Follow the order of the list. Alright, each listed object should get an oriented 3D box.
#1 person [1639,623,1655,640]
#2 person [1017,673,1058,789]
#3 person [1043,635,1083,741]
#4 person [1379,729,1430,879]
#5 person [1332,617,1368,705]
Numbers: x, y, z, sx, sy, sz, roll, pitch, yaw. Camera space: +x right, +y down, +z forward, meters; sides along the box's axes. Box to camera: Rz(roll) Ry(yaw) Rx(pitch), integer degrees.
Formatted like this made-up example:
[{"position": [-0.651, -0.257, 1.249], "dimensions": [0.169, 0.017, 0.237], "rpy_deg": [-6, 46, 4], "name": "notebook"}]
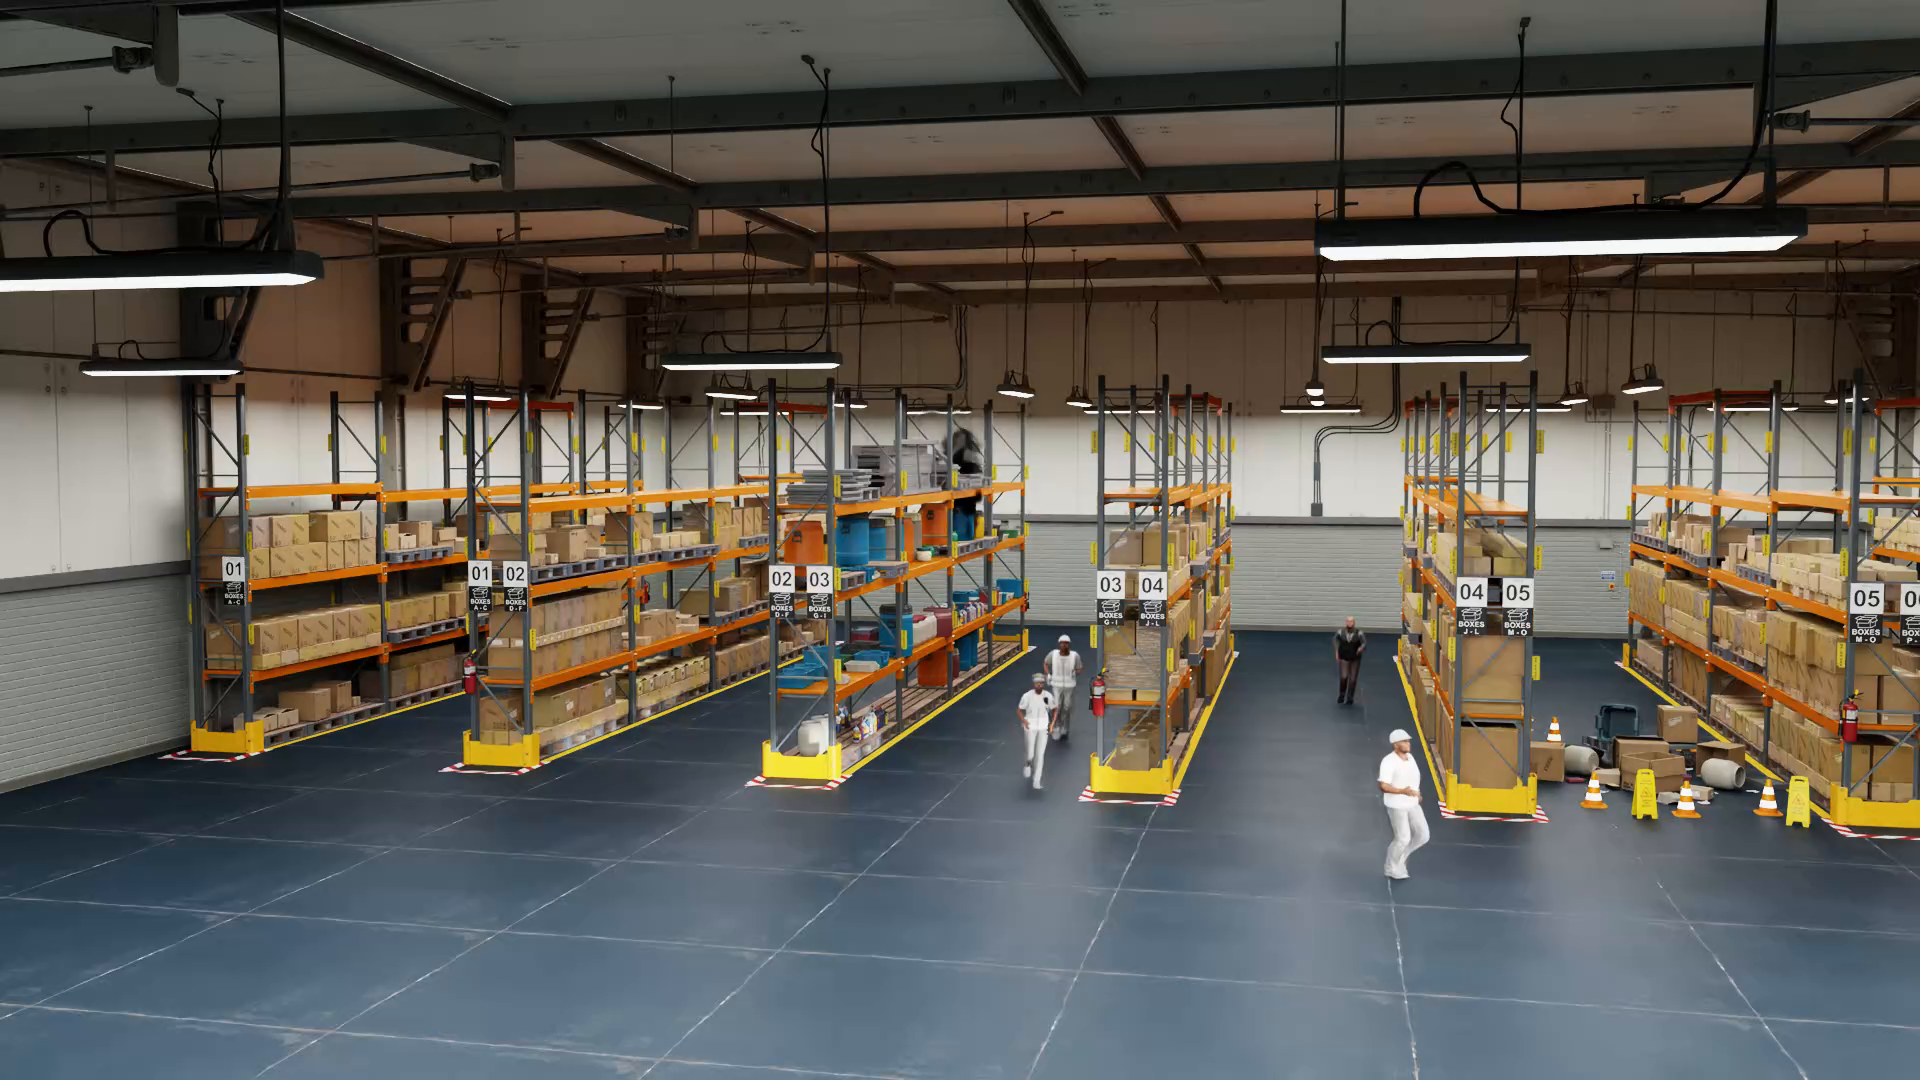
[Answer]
[{"position": [15.984, 1.961, 38.690], "dimensions": [0.610, 1.621, 0.912], "rpy_deg": [-3, 5, -44], "name": "person"}, {"position": [1.145, 2.785, 24.511], "dimensions": [0.609, 1.695, 0.649], "rpy_deg": [0, 3, -2], "name": "person"}, {"position": [1.750, 2.510, 28.179], "dimensions": [0.655, 1.807, 0.729], "rpy_deg": [0, 3, 0], "name": "person"}, {"position": [5.119, 3.034, 19.059], "dimensions": [0.685, 1.724, 0.599], "rpy_deg": [-3, 4, -38], "name": "person"}, {"position": [7.491, 2.323, 31.928], "dimensions": [0.661, 1.706, 0.677], "rpy_deg": [1, 3, 10], "name": "person"}]
